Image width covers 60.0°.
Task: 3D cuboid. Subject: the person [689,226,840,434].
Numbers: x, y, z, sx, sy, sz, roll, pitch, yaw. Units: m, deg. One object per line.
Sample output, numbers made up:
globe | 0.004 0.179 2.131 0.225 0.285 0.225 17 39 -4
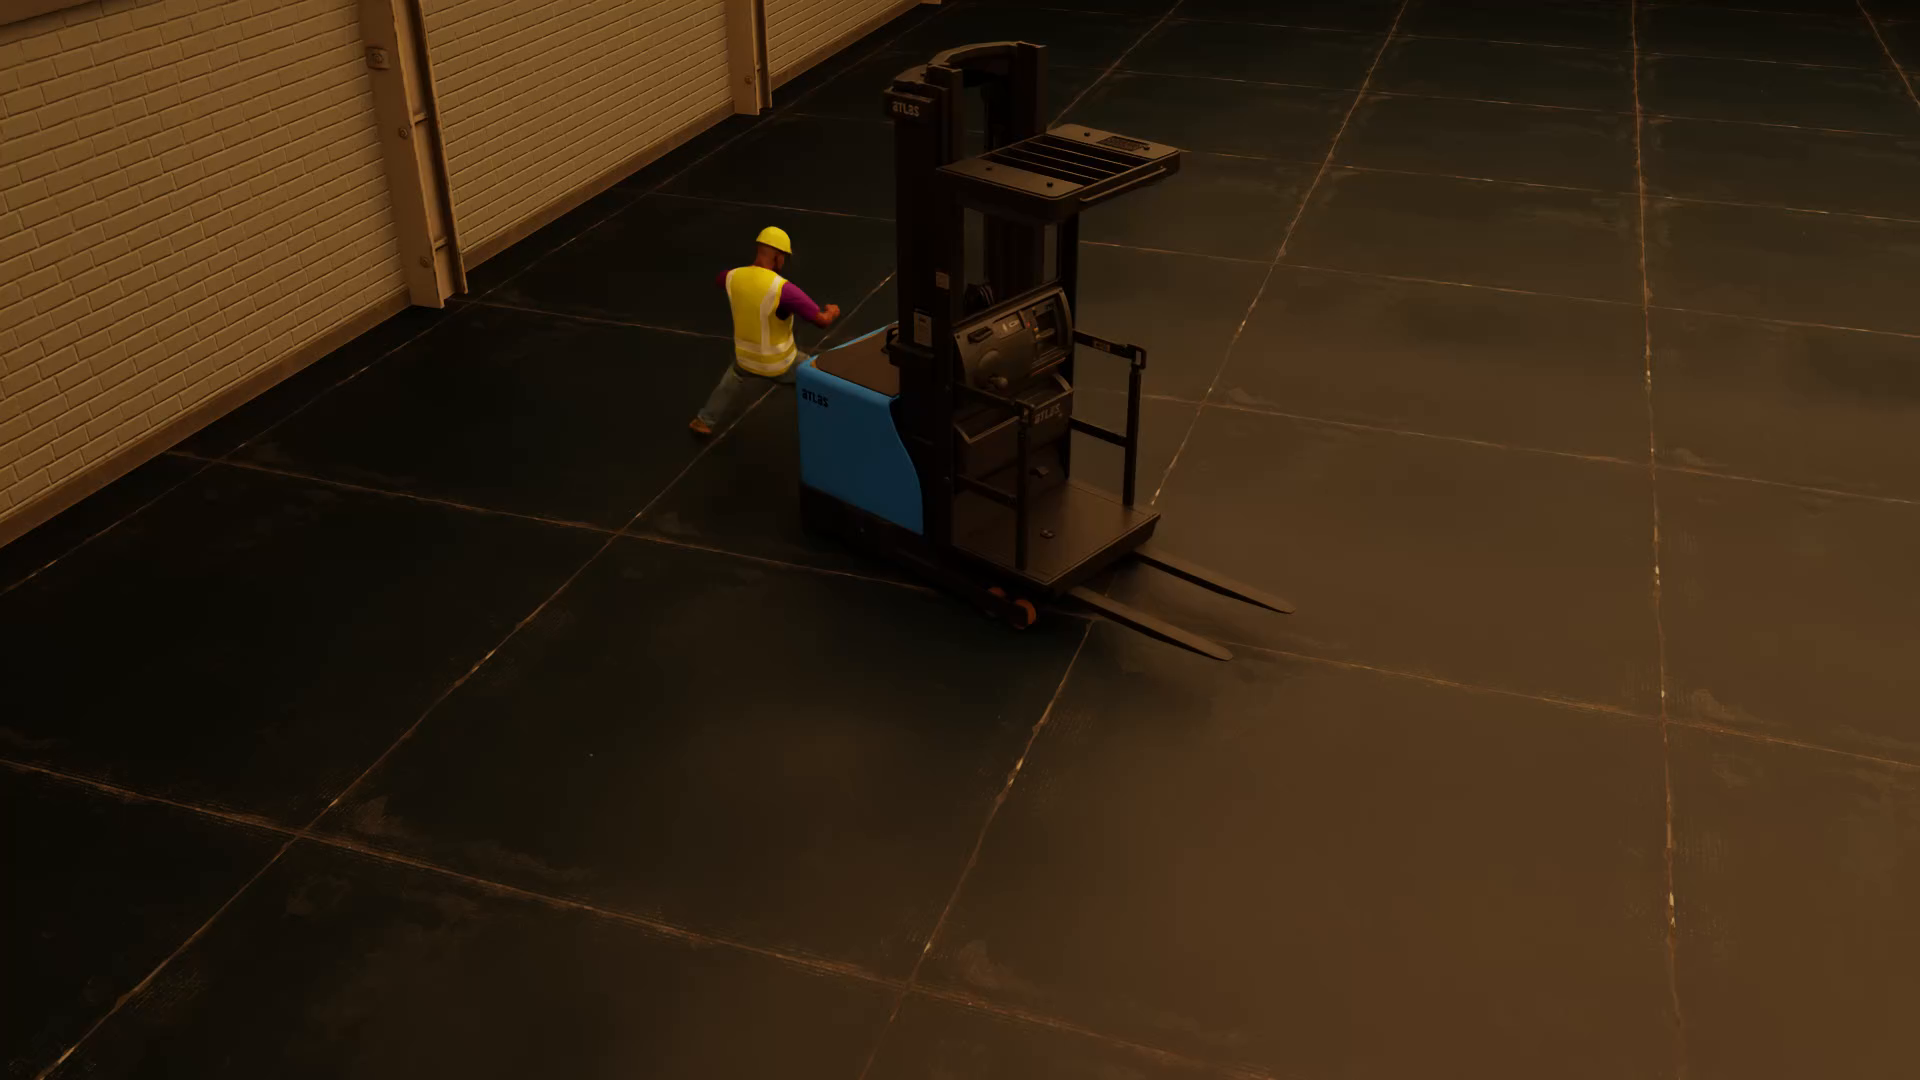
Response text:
person | -1.184 -1.323 10.859 1.279 1.542 0.743 19 35 29

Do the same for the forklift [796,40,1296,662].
forklift | 0.459 -1.074 9.021 3.031 2.935 1.130 23 37 35
